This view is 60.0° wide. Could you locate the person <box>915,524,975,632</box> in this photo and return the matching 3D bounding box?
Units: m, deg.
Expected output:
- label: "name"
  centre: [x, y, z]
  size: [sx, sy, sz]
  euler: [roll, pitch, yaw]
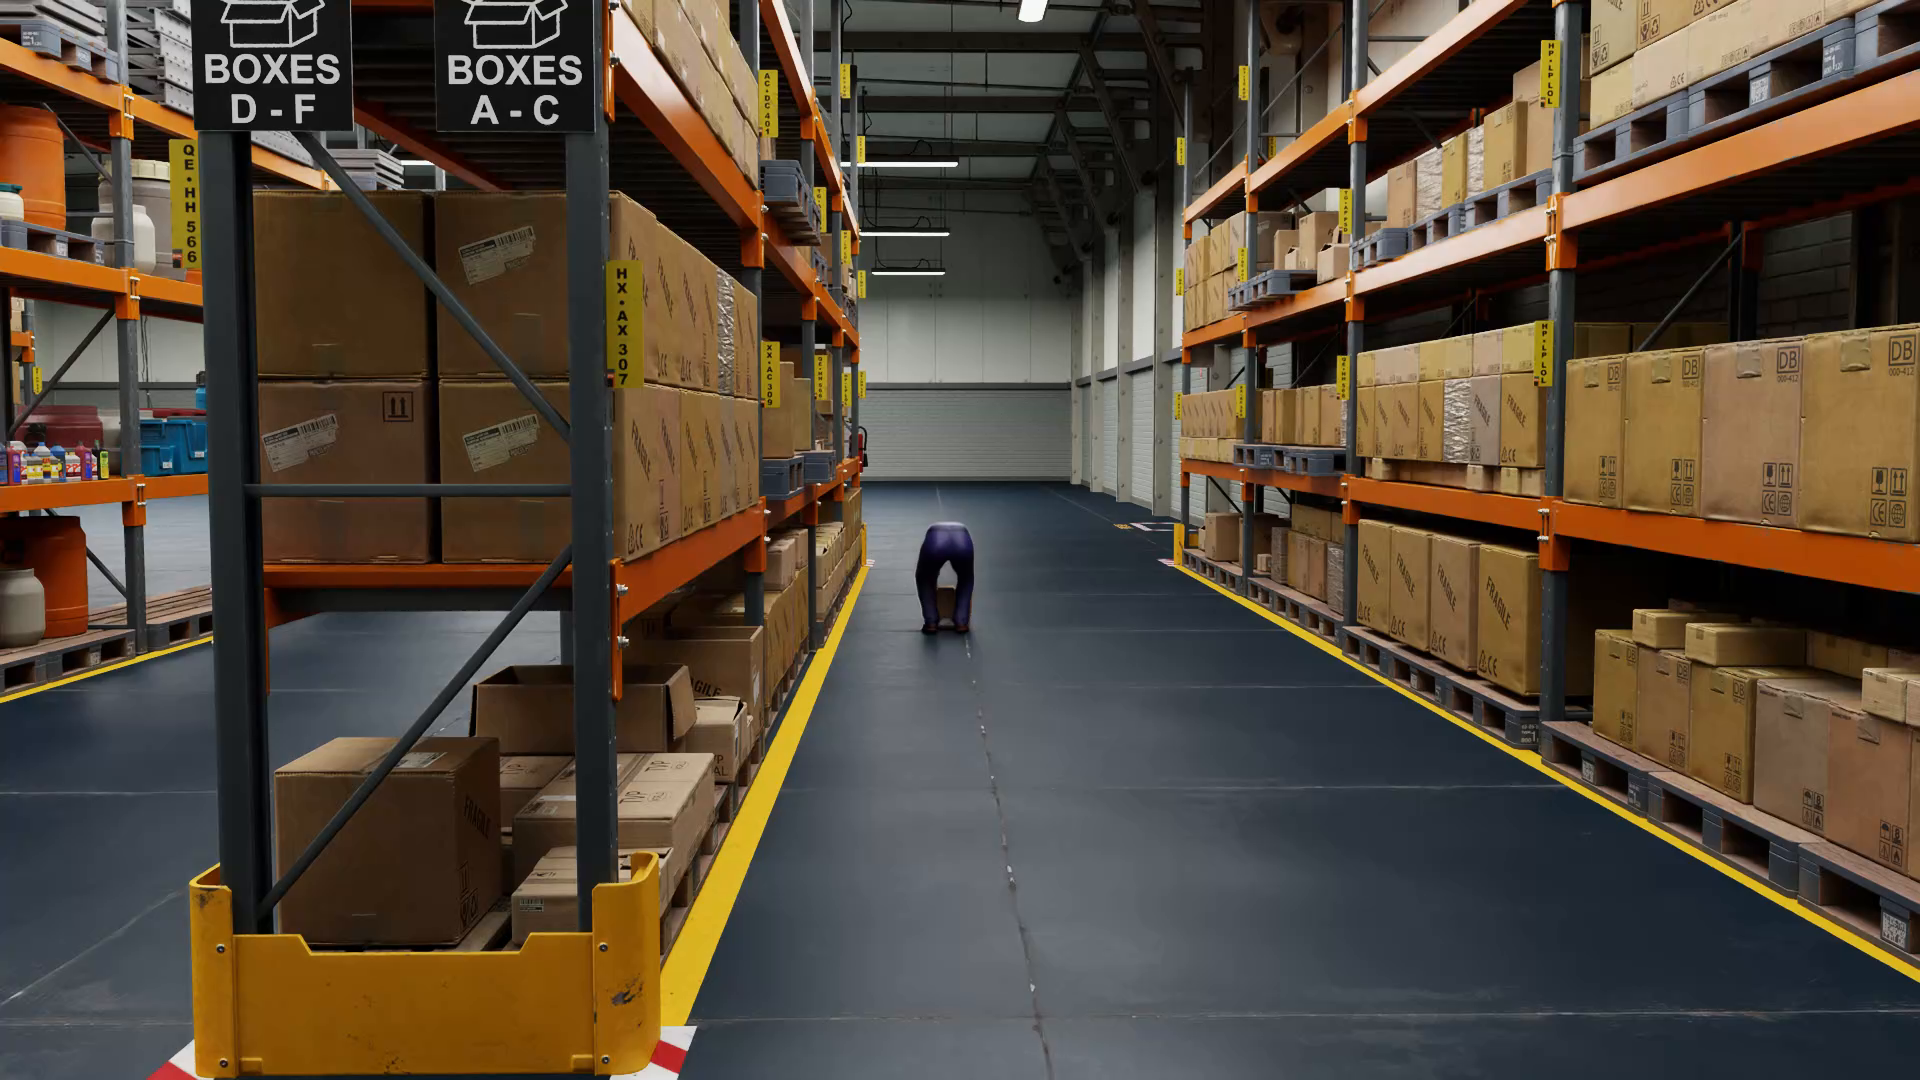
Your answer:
- label: "person"
  centre: [-0.109, 0.314, 13.536]
  size: [0.492, 0.898, 0.515]
  euler: [0, 4, -5]
